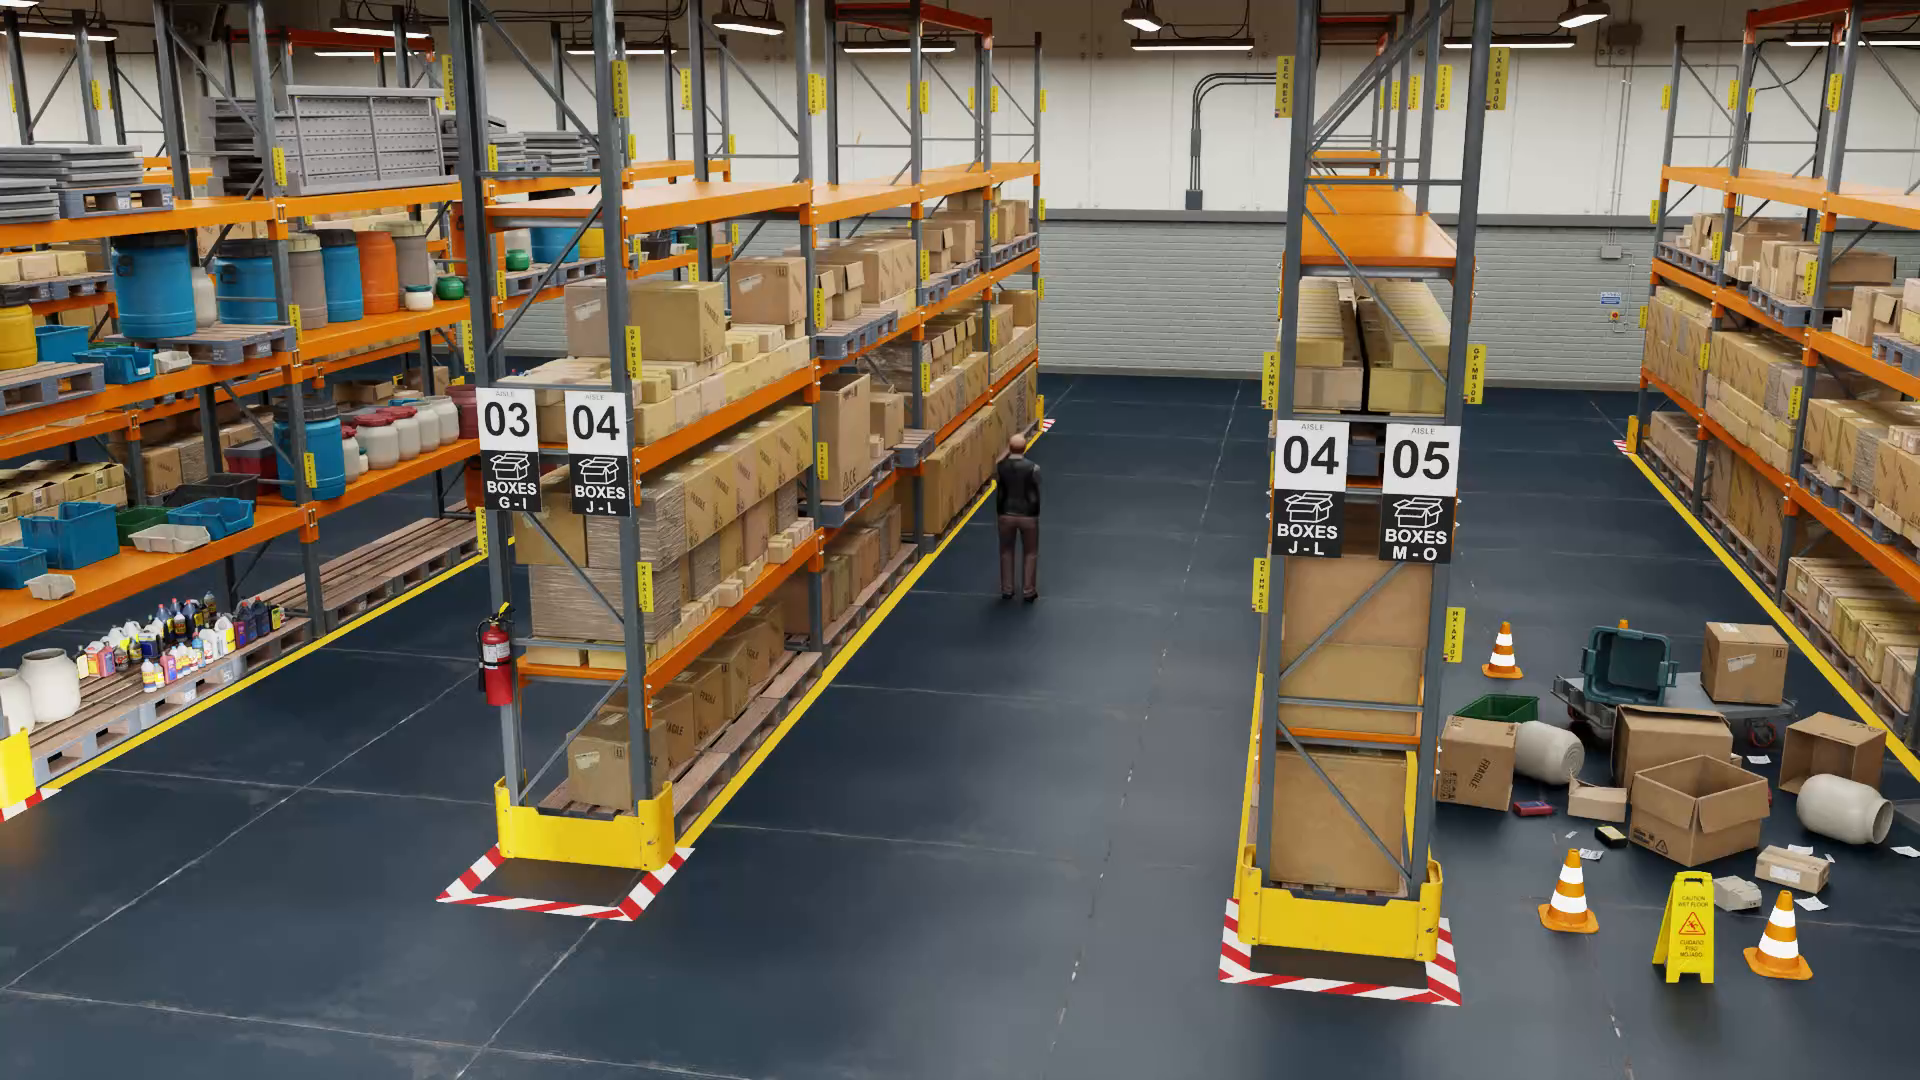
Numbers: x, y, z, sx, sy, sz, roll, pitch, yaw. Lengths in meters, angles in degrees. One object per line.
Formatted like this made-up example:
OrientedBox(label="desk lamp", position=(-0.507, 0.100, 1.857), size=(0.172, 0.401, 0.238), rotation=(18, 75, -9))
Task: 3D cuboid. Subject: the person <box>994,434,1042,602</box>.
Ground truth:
OrientedBox(label="person", position=(0.594, -0.206, 17.042), size=(0.493, 1.633, 0.567), rotation=(3, 15, 10))
